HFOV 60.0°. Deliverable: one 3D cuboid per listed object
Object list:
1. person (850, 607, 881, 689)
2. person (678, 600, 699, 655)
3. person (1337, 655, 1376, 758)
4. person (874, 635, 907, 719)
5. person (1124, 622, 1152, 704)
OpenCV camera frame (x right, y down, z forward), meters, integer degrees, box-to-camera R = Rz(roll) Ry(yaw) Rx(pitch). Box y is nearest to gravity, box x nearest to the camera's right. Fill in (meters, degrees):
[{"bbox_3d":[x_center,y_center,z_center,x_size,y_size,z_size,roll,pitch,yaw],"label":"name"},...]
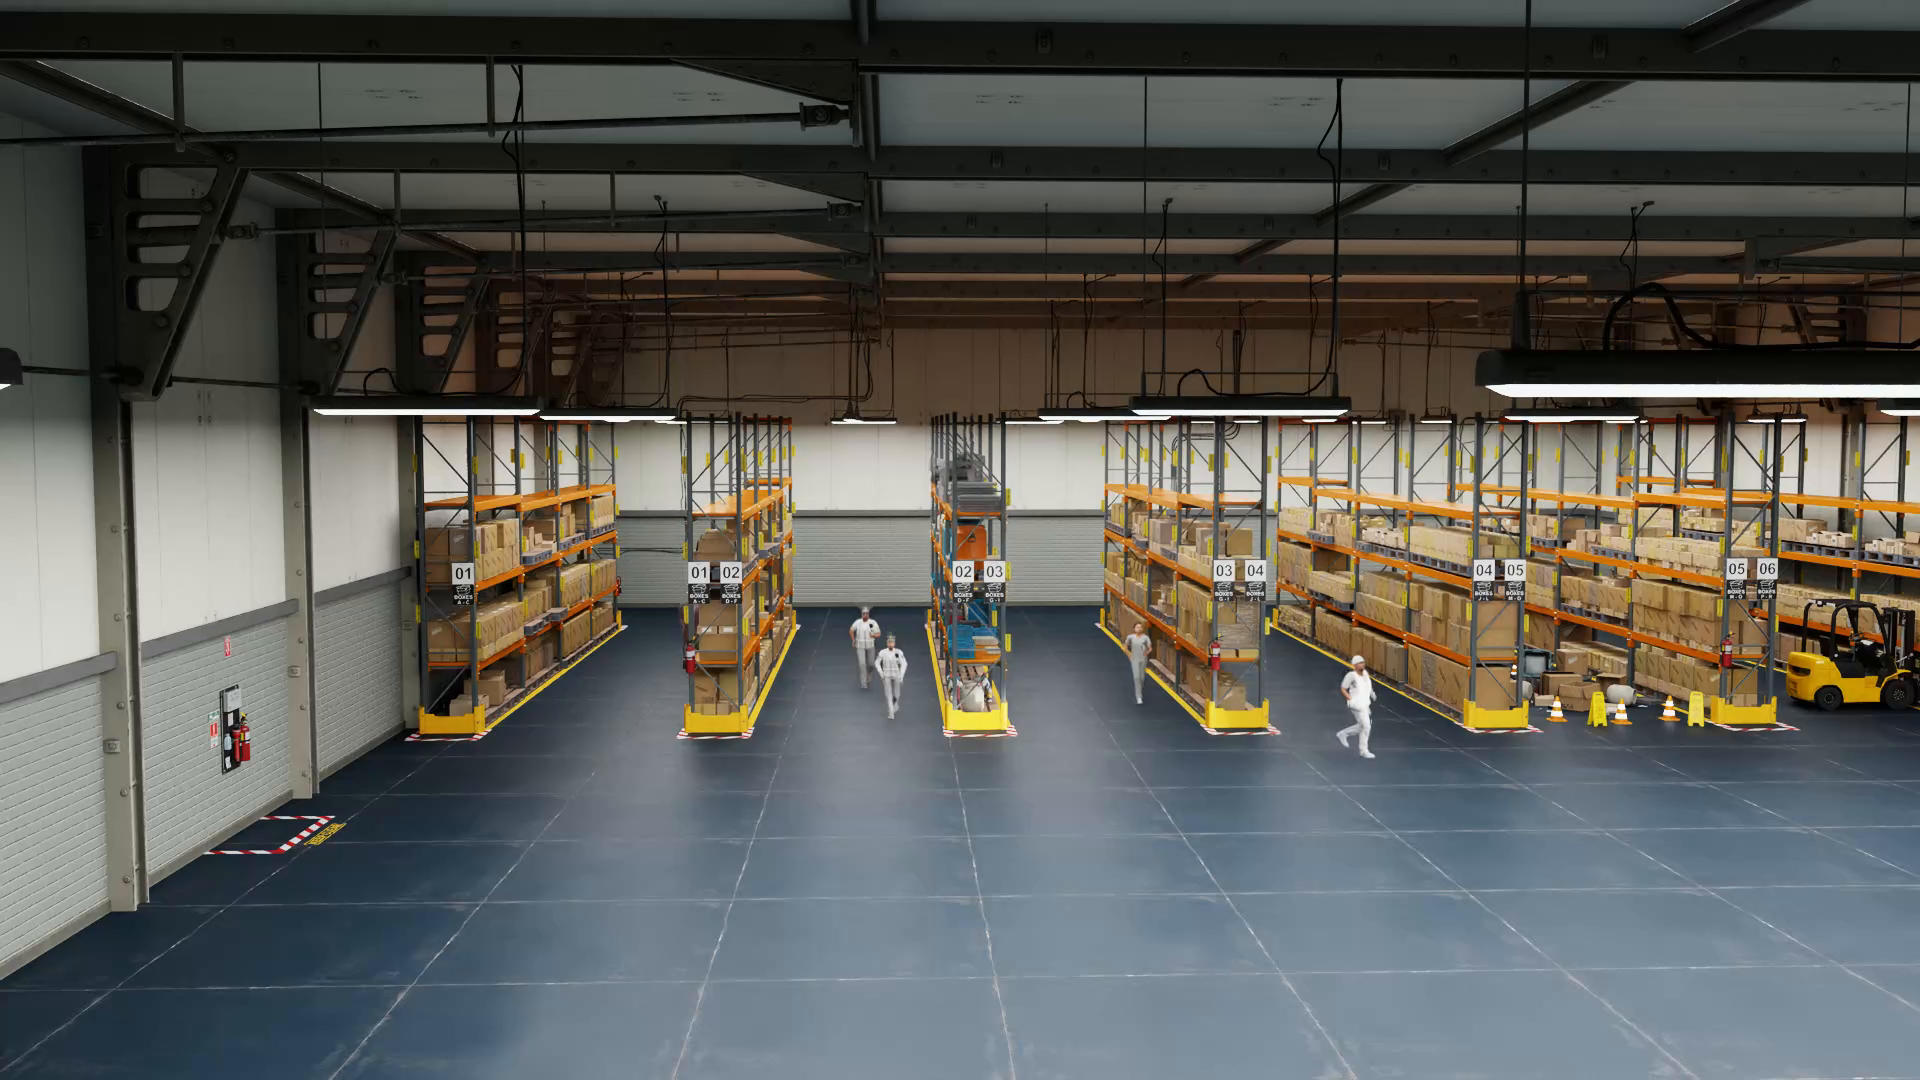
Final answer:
[{"bbox_3d":[-2.081,2.341,36.589,0.673,1.755,0.944,0,4,-7],"label":"person"},{"bbox_3d":[-6.298,2.179,39.141,0.682,1.735,0.654,0,4,-4],"label":"person"},{"bbox_3d":[6.908,2.882,28.959,0.749,1.767,0.674,4,5,42],"label":"person"},{"bbox_3d":[-1.362,2.678,32.687,0.637,1.652,0.570,0,4,-2],"label":"person"},{"bbox_3d":[3.709,2.523,34.571,0.577,1.656,0.914,0,4,-2],"label":"person"}]
